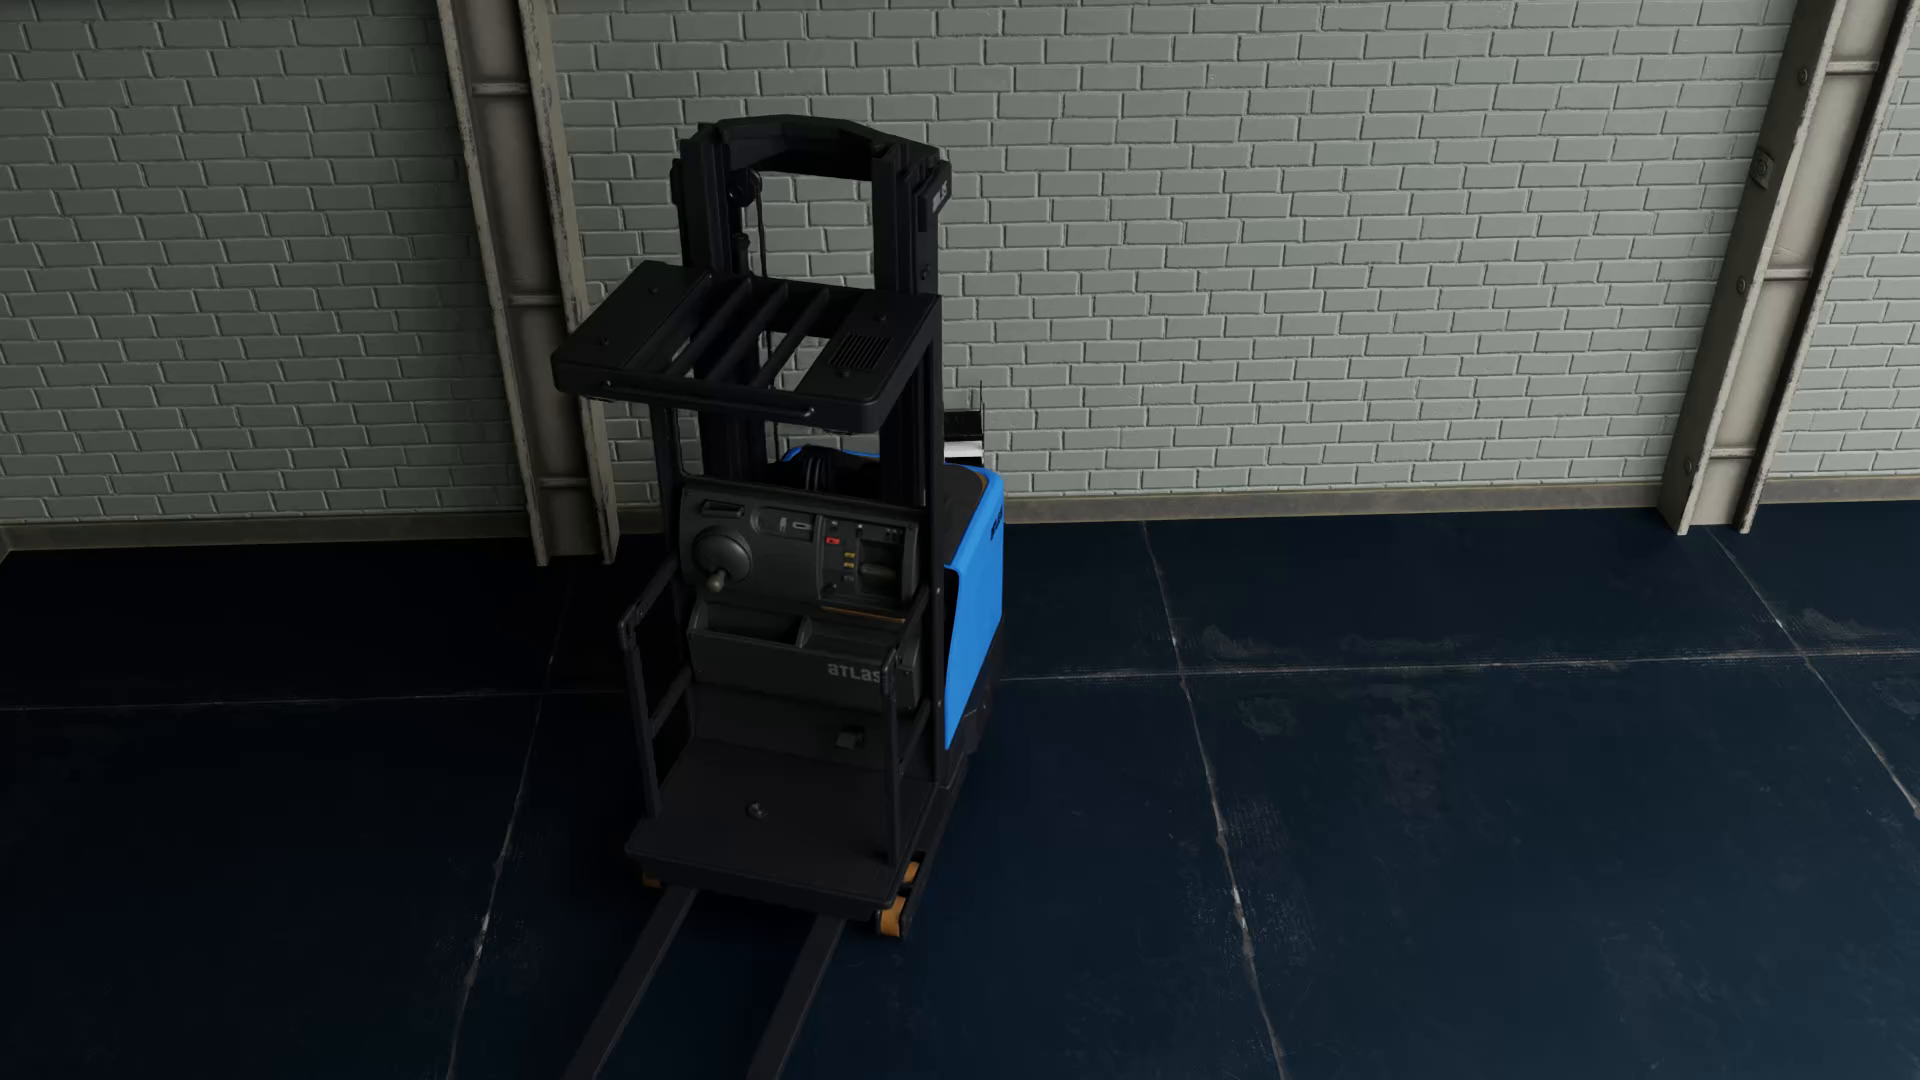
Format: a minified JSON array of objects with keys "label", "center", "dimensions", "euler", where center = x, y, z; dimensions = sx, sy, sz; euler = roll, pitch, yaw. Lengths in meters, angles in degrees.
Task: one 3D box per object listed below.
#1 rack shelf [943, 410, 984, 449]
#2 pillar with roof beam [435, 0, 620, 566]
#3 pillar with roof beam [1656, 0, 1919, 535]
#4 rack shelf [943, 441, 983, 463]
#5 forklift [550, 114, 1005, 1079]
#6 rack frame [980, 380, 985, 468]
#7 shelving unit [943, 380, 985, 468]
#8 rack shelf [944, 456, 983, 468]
[{"label":"rack shelf","center":[0.010,-0.560,8.389],"dimensions":[0.200,0.077,0.258],"euler":[-2,35,-3]},{"label":"pillar with roof beam","center":[-1.796,-1.211,2.629],"dimensions":[0.400,9.000,9.100],"euler":[-2,35,-2]},{"label":"pillar with roof beam","center":[4.197,-1.373,2.862],"dimensions":[0.400,9.000,9.100],"euler":[-2,35,-2]},{"label":"rack shelf","center":[0.010,-0.486,8.440],"dimensions":[0.200,0.077,0.258],"euler":[-2,35,-3]},{"label":"forklift","center":[-0.662,0.106,6.057],"dimensions":[1.130,2.935,3.031],"euler":[9,36,12]},{"label":"rack frame","center":[0.112,-0.369,8.528],"dimensions":[0.006,0.900,0.240],"euler":[-2,35,-3]},{"label":"shelving unit","center":[0.010,-0.365,8.524],"dimensions":[0.210,0.900,0.258],"euler":[-2,35,-3]},{"label":"rack shelf","center":[0.010,-0.412,8.491],"dimensions":[0.200,0.077,0.258],"euler":[-2,35,-3]}]
